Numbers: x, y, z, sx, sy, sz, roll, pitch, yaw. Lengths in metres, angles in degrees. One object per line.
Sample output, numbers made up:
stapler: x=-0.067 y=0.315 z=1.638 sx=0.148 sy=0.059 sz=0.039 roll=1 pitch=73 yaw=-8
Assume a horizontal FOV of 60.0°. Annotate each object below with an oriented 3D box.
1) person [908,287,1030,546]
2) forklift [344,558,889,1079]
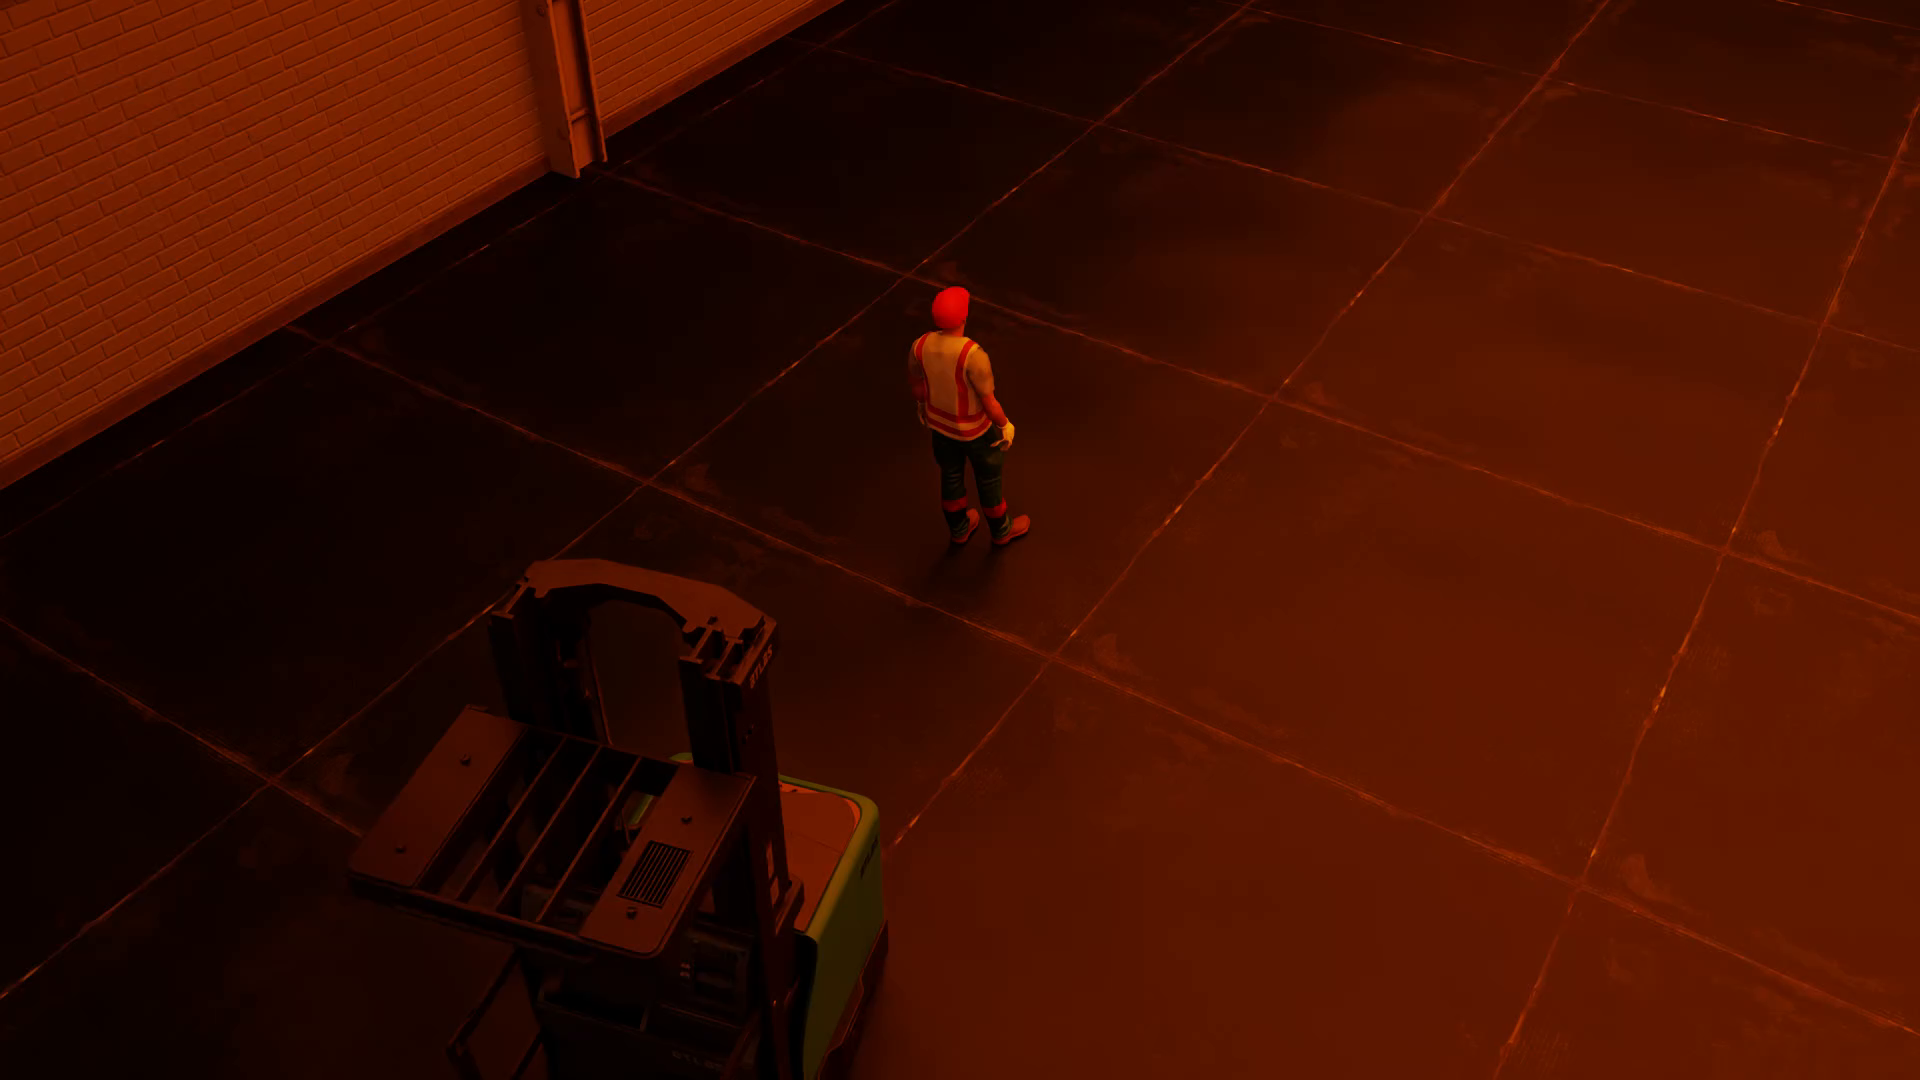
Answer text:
person: x=0.053 y=-0.728 z=9.697 sx=0.637 sy=1.787 sz=0.564 roll=22 pitch=45 yaw=24
forklift: x=-1.276 y=1.639 z=6.033 sx=1.130 sy=2.935 sz=3.031 roll=12 pitch=42 yaw=14
